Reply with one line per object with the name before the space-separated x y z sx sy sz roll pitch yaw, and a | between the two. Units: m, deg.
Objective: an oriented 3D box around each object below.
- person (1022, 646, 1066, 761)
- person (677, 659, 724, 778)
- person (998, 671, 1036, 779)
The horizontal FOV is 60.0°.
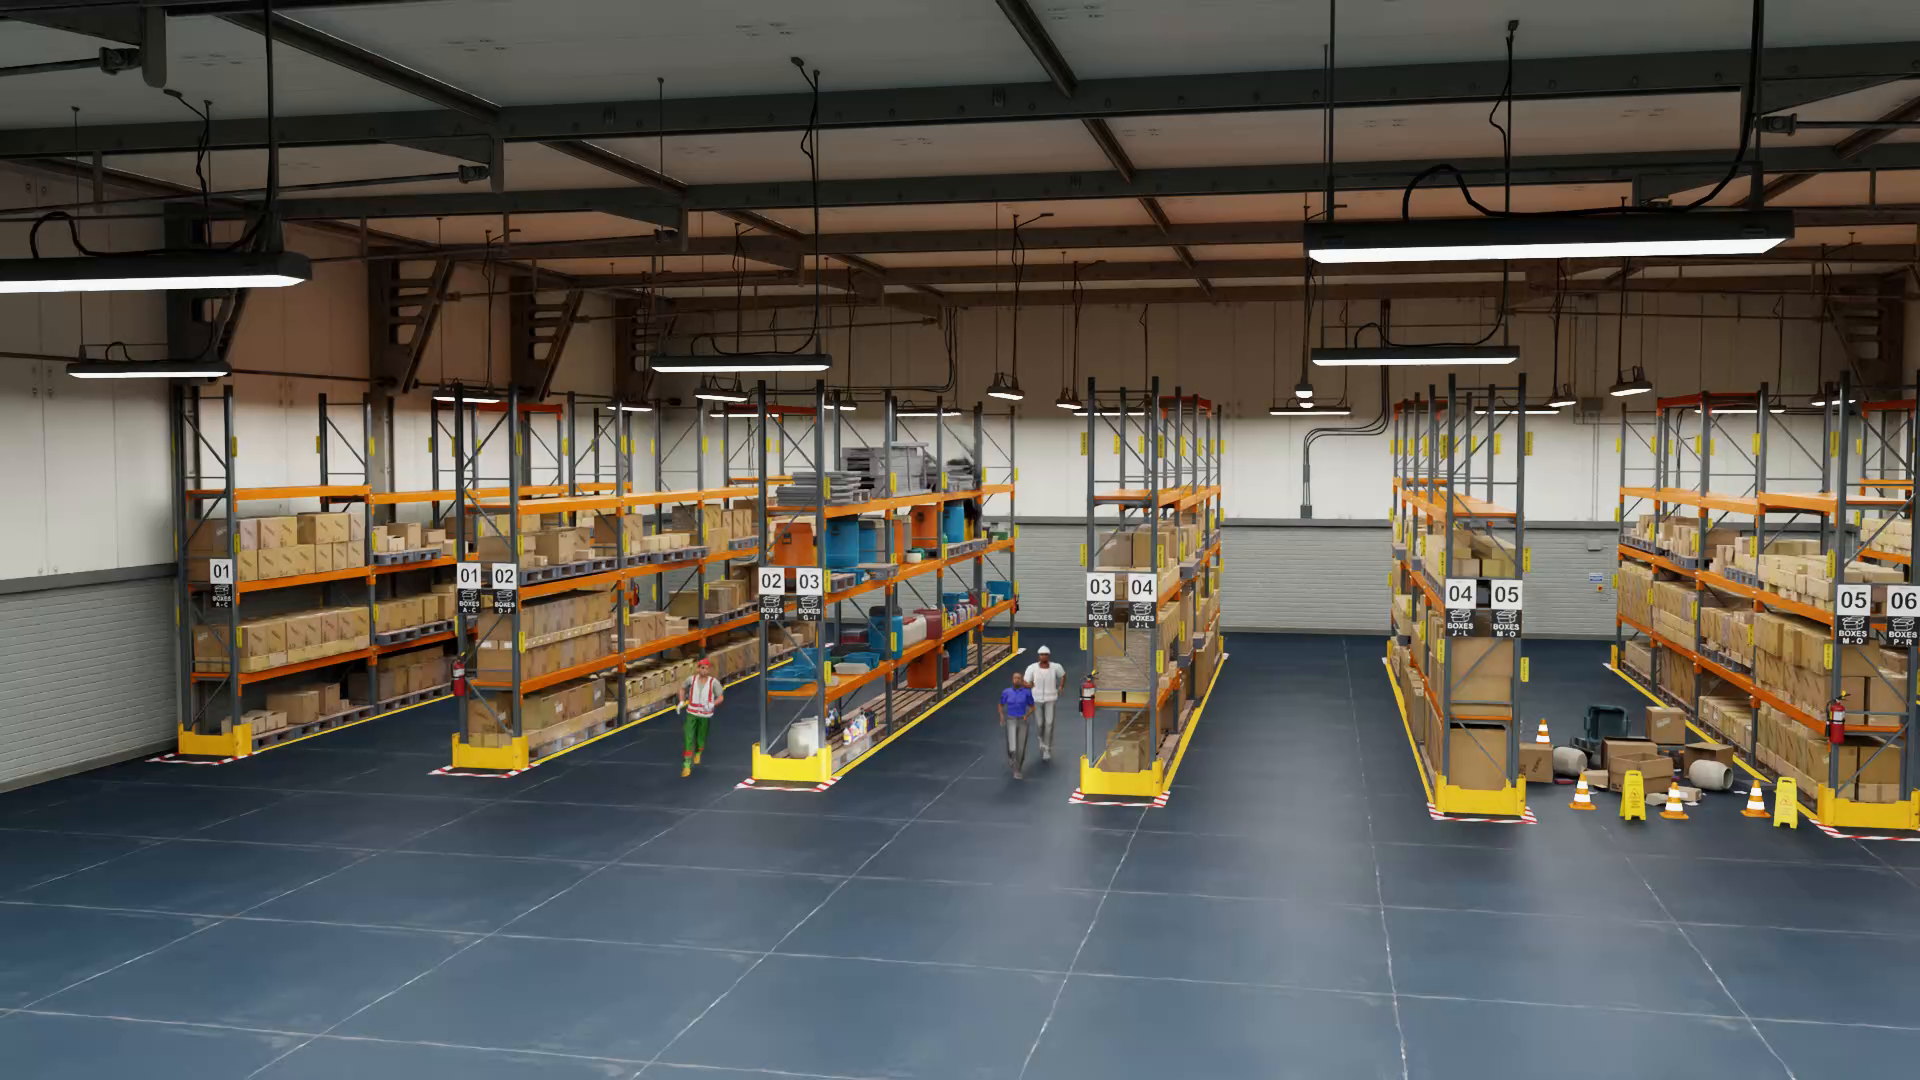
person | 1.349 2.591 26.800 0.695 1.771 0.962 0 3 6
person | -3.989 2.696 25.552 0.709 1.768 0.919 0 3 -4
person | 0.860 2.802 25.161 0.575 1.598 0.544 0 3 0
